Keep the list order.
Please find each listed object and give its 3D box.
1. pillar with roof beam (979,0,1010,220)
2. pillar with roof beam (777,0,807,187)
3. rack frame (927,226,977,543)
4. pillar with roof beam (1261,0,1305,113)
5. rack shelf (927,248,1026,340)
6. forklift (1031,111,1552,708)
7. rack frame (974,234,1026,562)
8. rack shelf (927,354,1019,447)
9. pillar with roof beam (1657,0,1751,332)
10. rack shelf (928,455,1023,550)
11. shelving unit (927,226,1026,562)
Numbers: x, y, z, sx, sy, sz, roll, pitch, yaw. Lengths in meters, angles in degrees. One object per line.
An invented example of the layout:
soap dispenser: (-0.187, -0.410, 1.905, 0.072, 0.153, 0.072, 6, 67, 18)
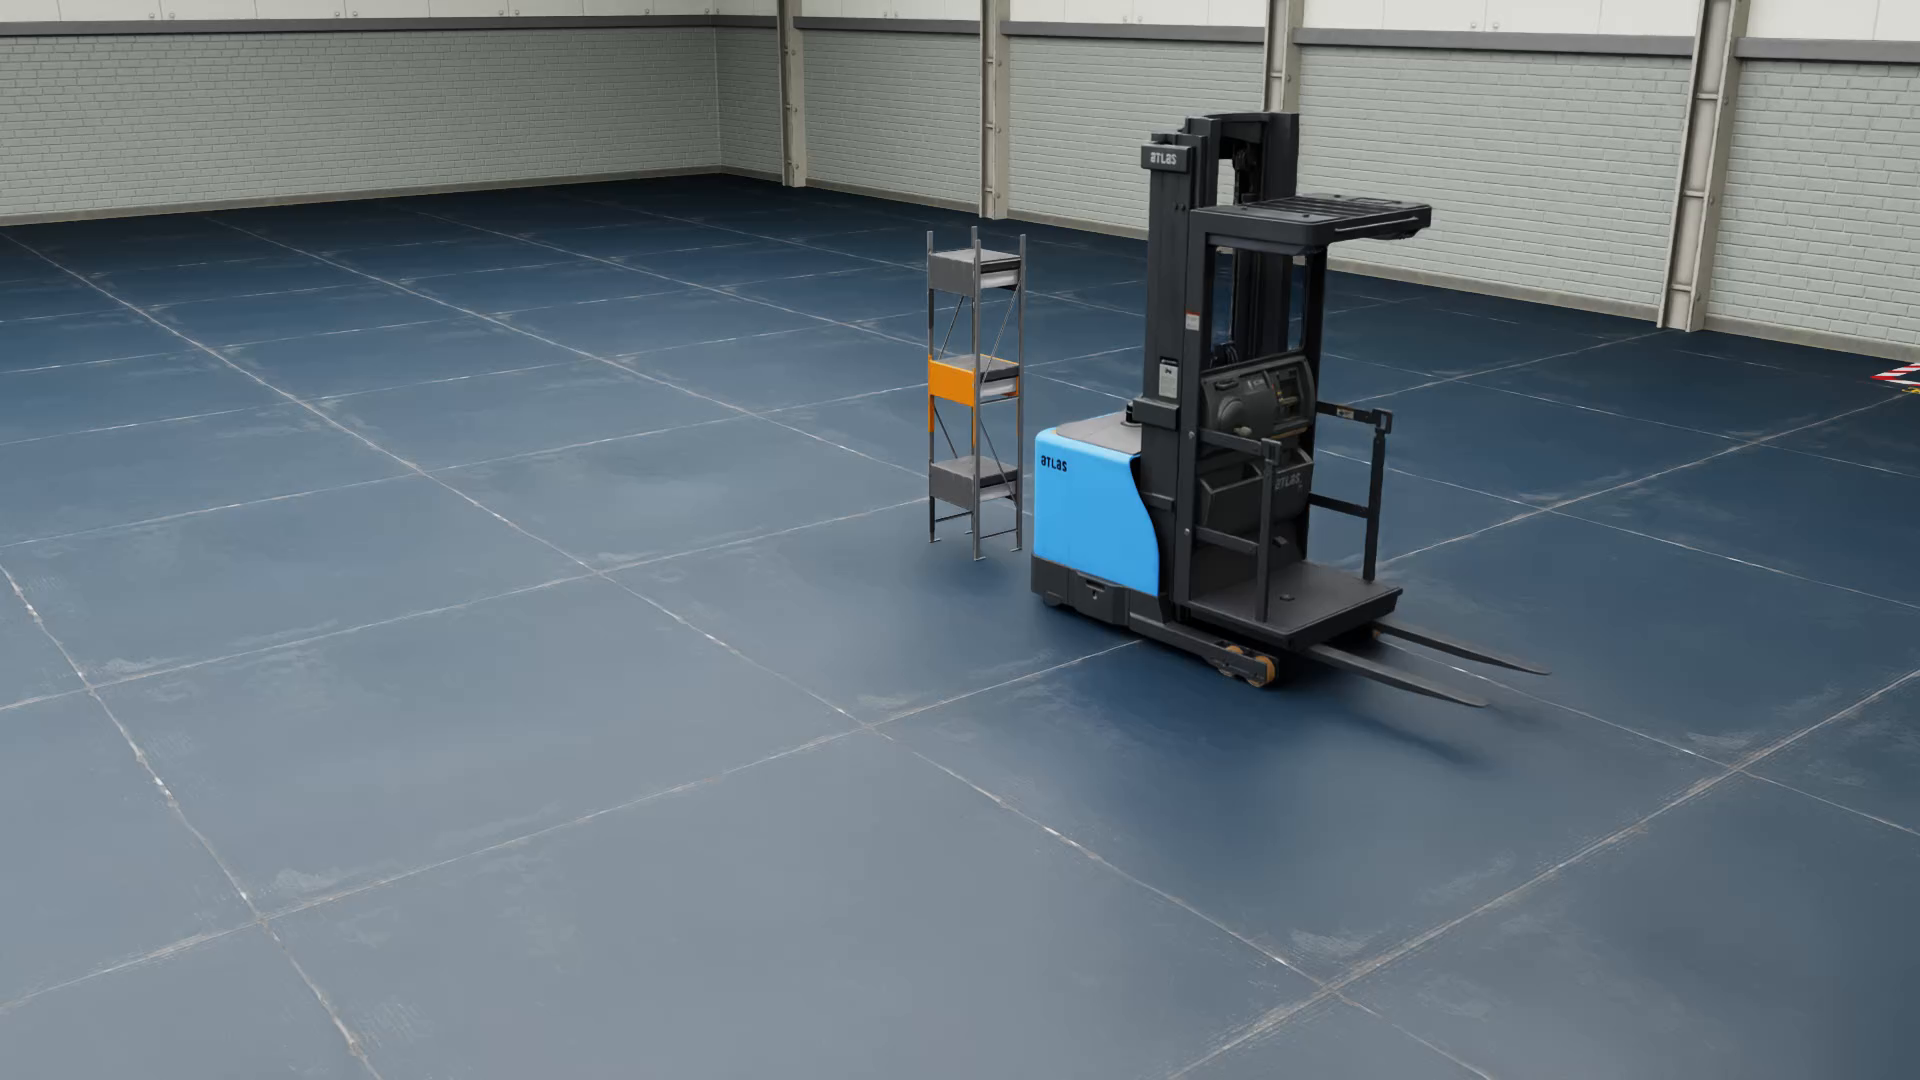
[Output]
pillar with roof beam: (-2.817, -8.748, 23.466, 9.100, 9.000, 0.400, -14, 23, -36)
pillar with roof beam: (-6.542, -10.227, 27.931, 9.100, 9.000, 0.400, -14, 23, -36)
rack frame: (-0.049, -1.016, 11.091, 0.400, 2.100, 0.015, -14, 23, -36)
pillar with roof beam: (0.909, -7.270, 19.001, 9.100, 9.000, 0.400, -14, 23, -36)
rack shelf: (0.103, -1.608, 10.693, 0.431, 0.518, 0.480, -14, 23, -36)
forklift: (1.797, -0.780, 9.056, 1.130, 2.935, 3.031, -16, 24, -40)
rack frame: (0.254, -0.896, 10.728, 0.400, 2.100, 0.015, -14, 23, -36)
rack shelf: (0.103, -0.943, 10.914, 0.431, 0.518, 0.480, -14, 23, -36)
pillar with roof beam: (4.634, -5.791, 14.536, 9.100, 9.000, 0.400, -14, 23, -36)
rack shelf: (0.103, -0.279, 11.134, 0.431, 0.518, 0.480, -14, 23, -36)
shelving unit: (0.103, -0.956, 10.909, 0.431, 2.100, 0.503, -14, 23, -36)
